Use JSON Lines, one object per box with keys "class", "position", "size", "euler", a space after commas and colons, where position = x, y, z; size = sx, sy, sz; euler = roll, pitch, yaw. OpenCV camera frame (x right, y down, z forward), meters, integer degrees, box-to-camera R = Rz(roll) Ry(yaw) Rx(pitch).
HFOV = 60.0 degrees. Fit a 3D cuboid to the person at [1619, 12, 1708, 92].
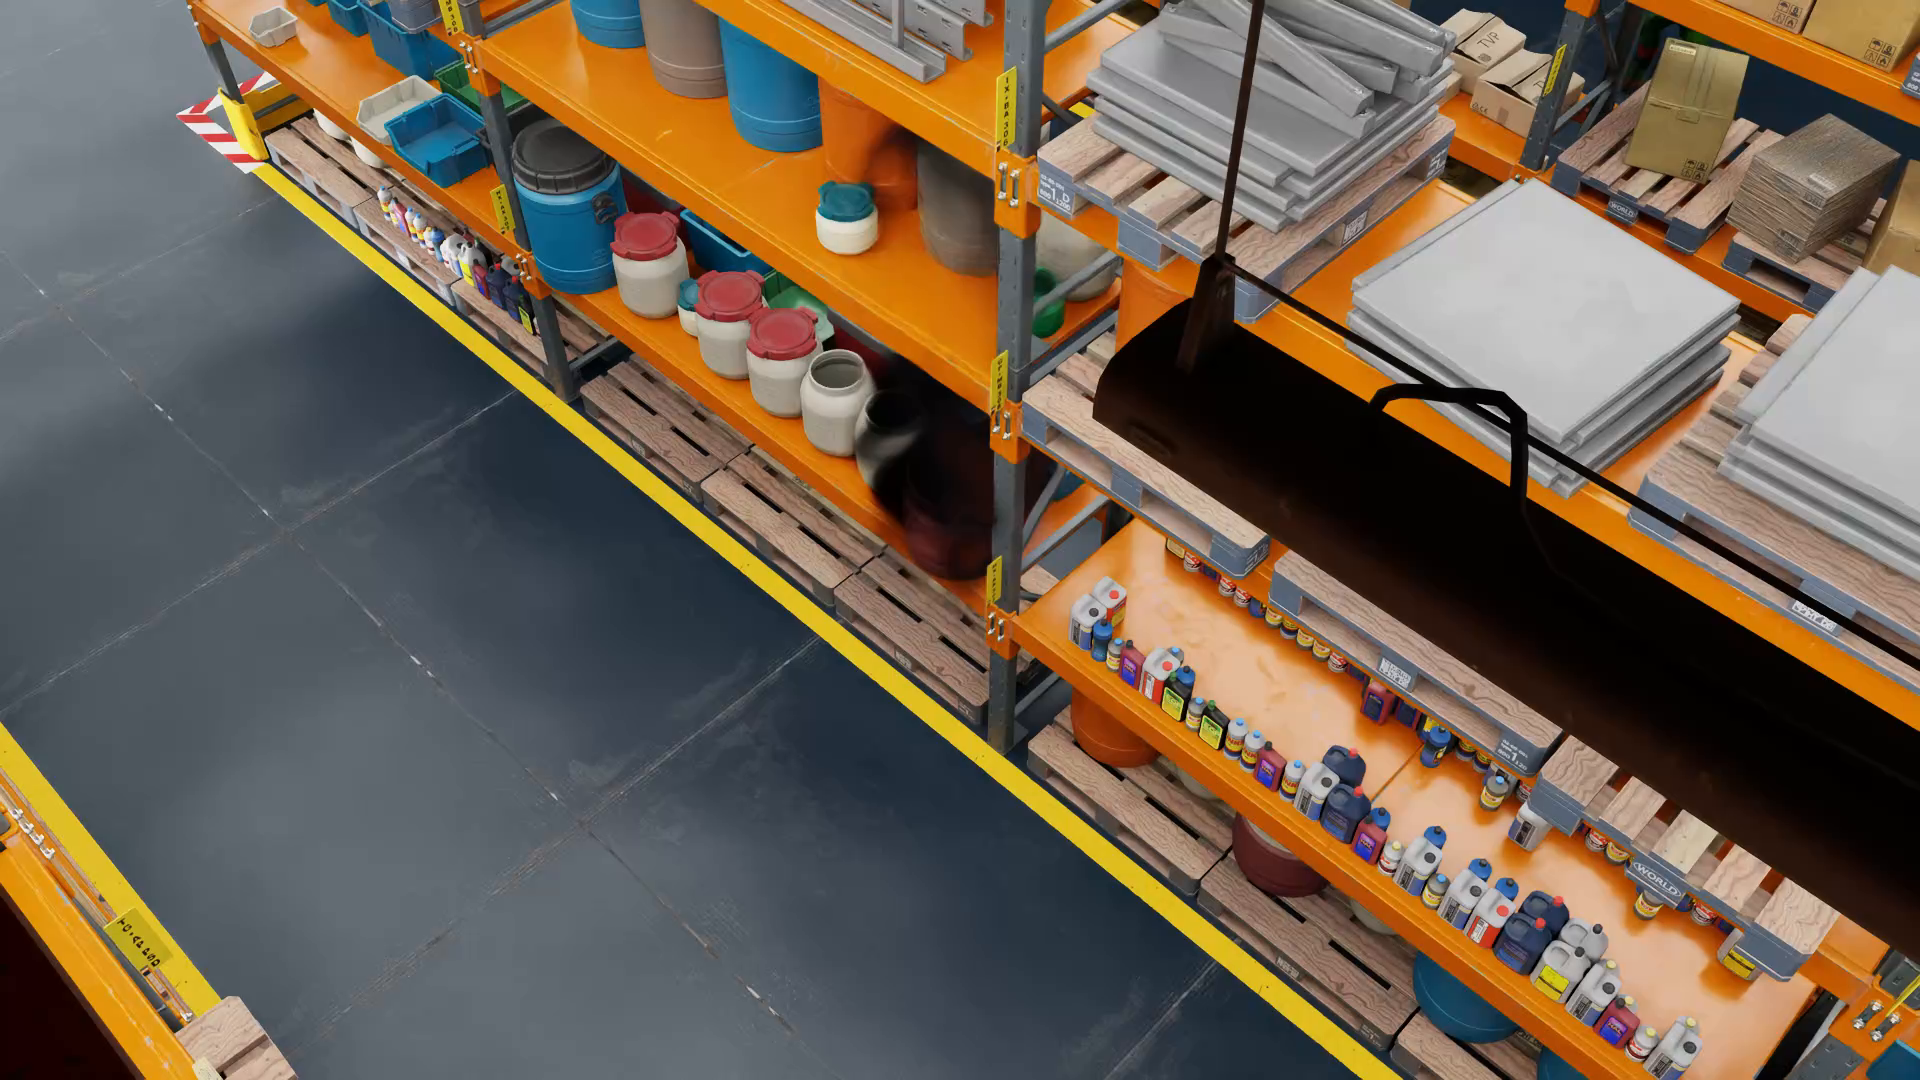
{"class": "person", "position": [5.632, -4.046, 12.713], "size": [1.054, 1.731, 0.706], "euler": [28, 55, 21]}
